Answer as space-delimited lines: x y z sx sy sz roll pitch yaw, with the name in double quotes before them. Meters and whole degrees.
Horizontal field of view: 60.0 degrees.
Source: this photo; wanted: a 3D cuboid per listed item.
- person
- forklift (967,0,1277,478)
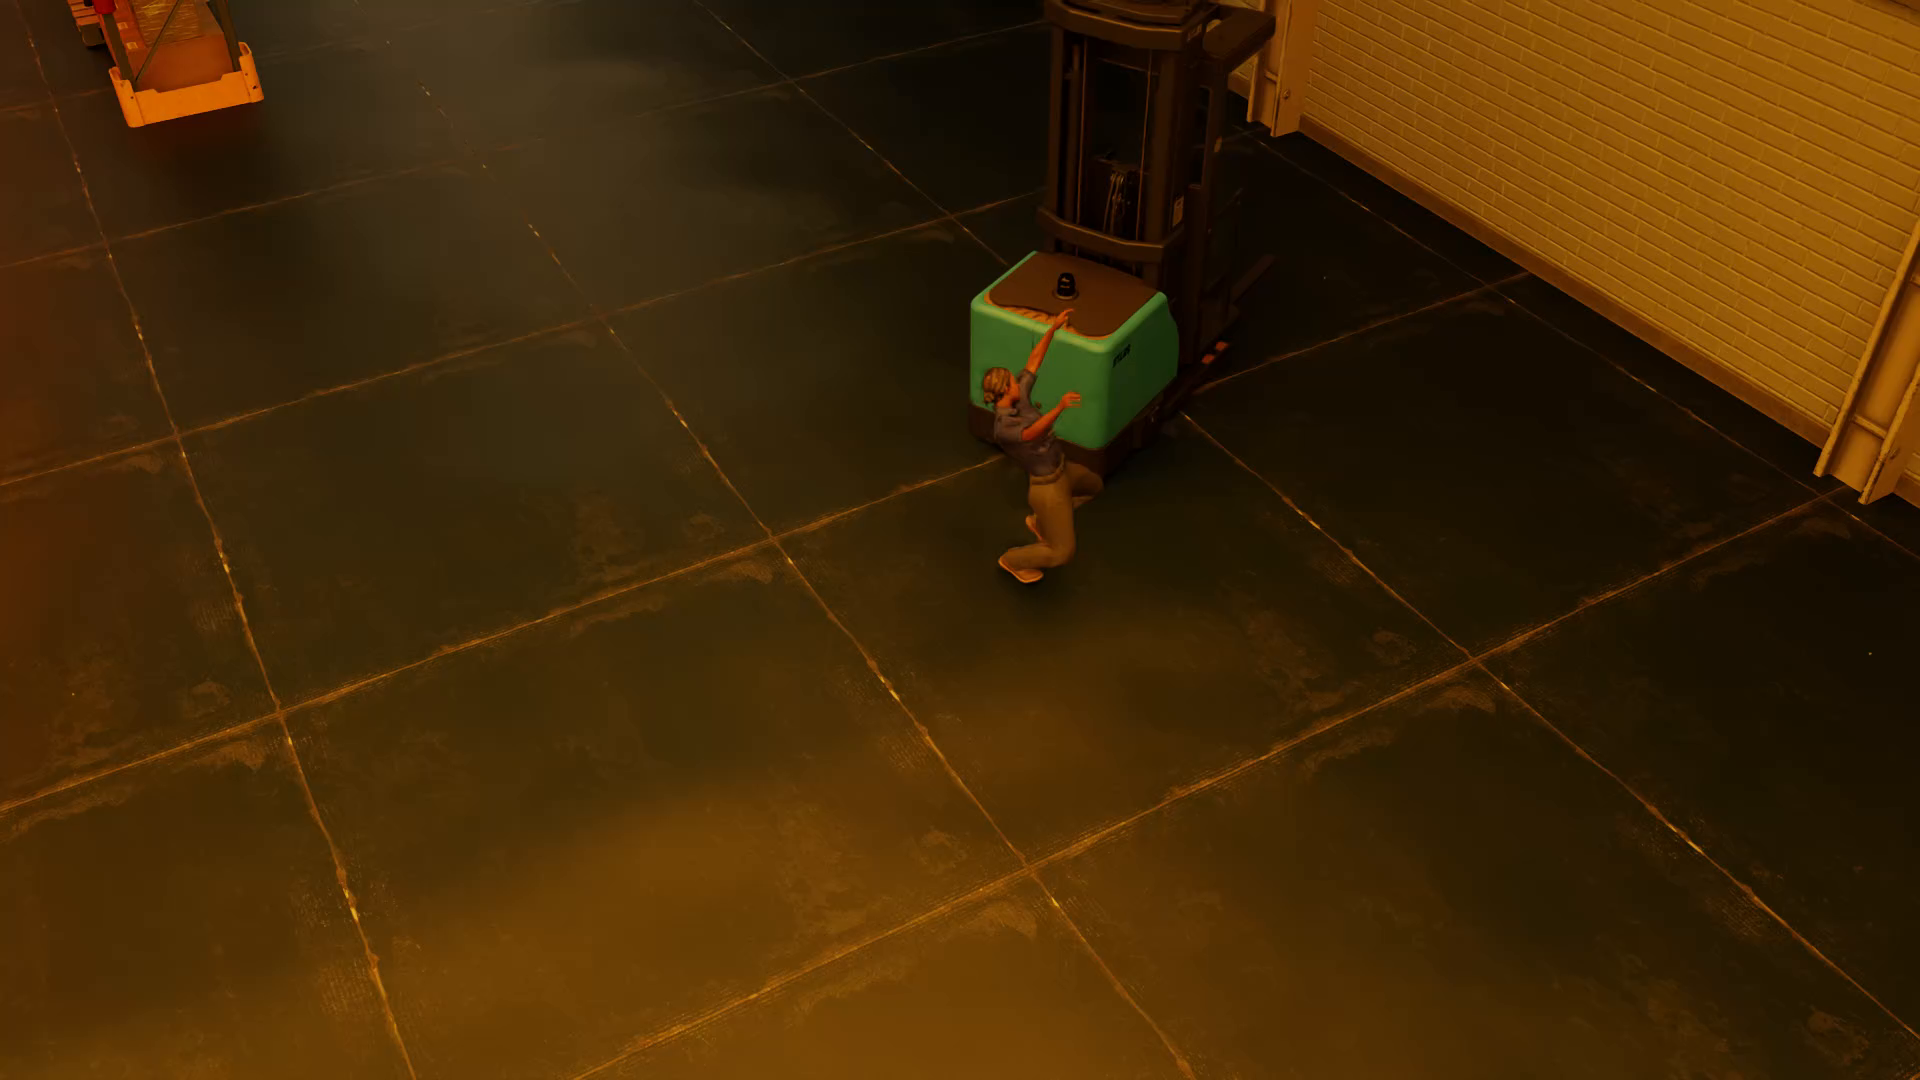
"person" 0.479 -0.478 9.702 0.707 1.563 0.884 8 40 10
"forklift" 1.284 -2.423 10.957 1.130 2.935 3.031 23 45 25
